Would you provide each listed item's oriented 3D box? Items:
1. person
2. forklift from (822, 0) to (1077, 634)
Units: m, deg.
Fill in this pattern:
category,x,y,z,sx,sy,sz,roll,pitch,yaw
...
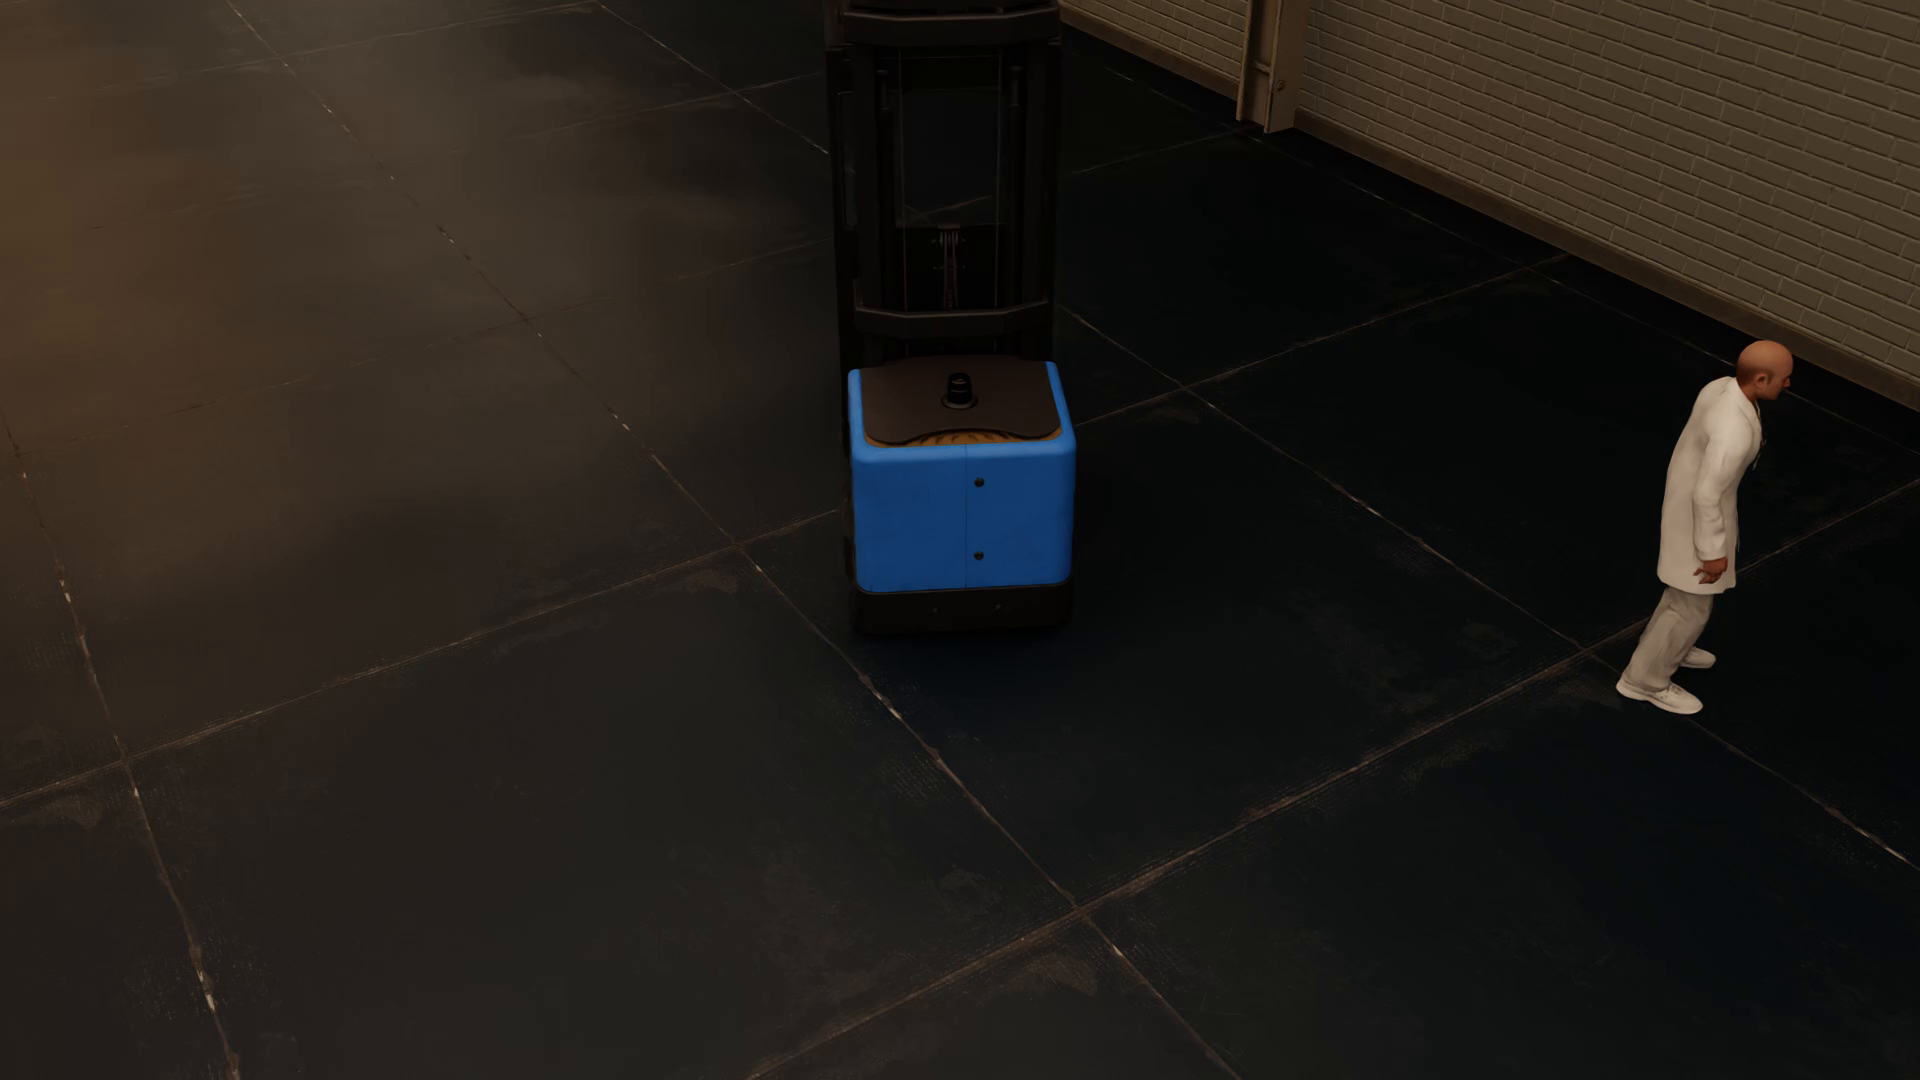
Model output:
category,x,y,z,sx,sy,sz,roll,pitch,yaw
person,3.280,-0.066,7.258,0.459,1.779,0.651,12,37,16
forklift,-0.096,-1.578,8.393,1.130,2.935,3.031,-3,35,-4
